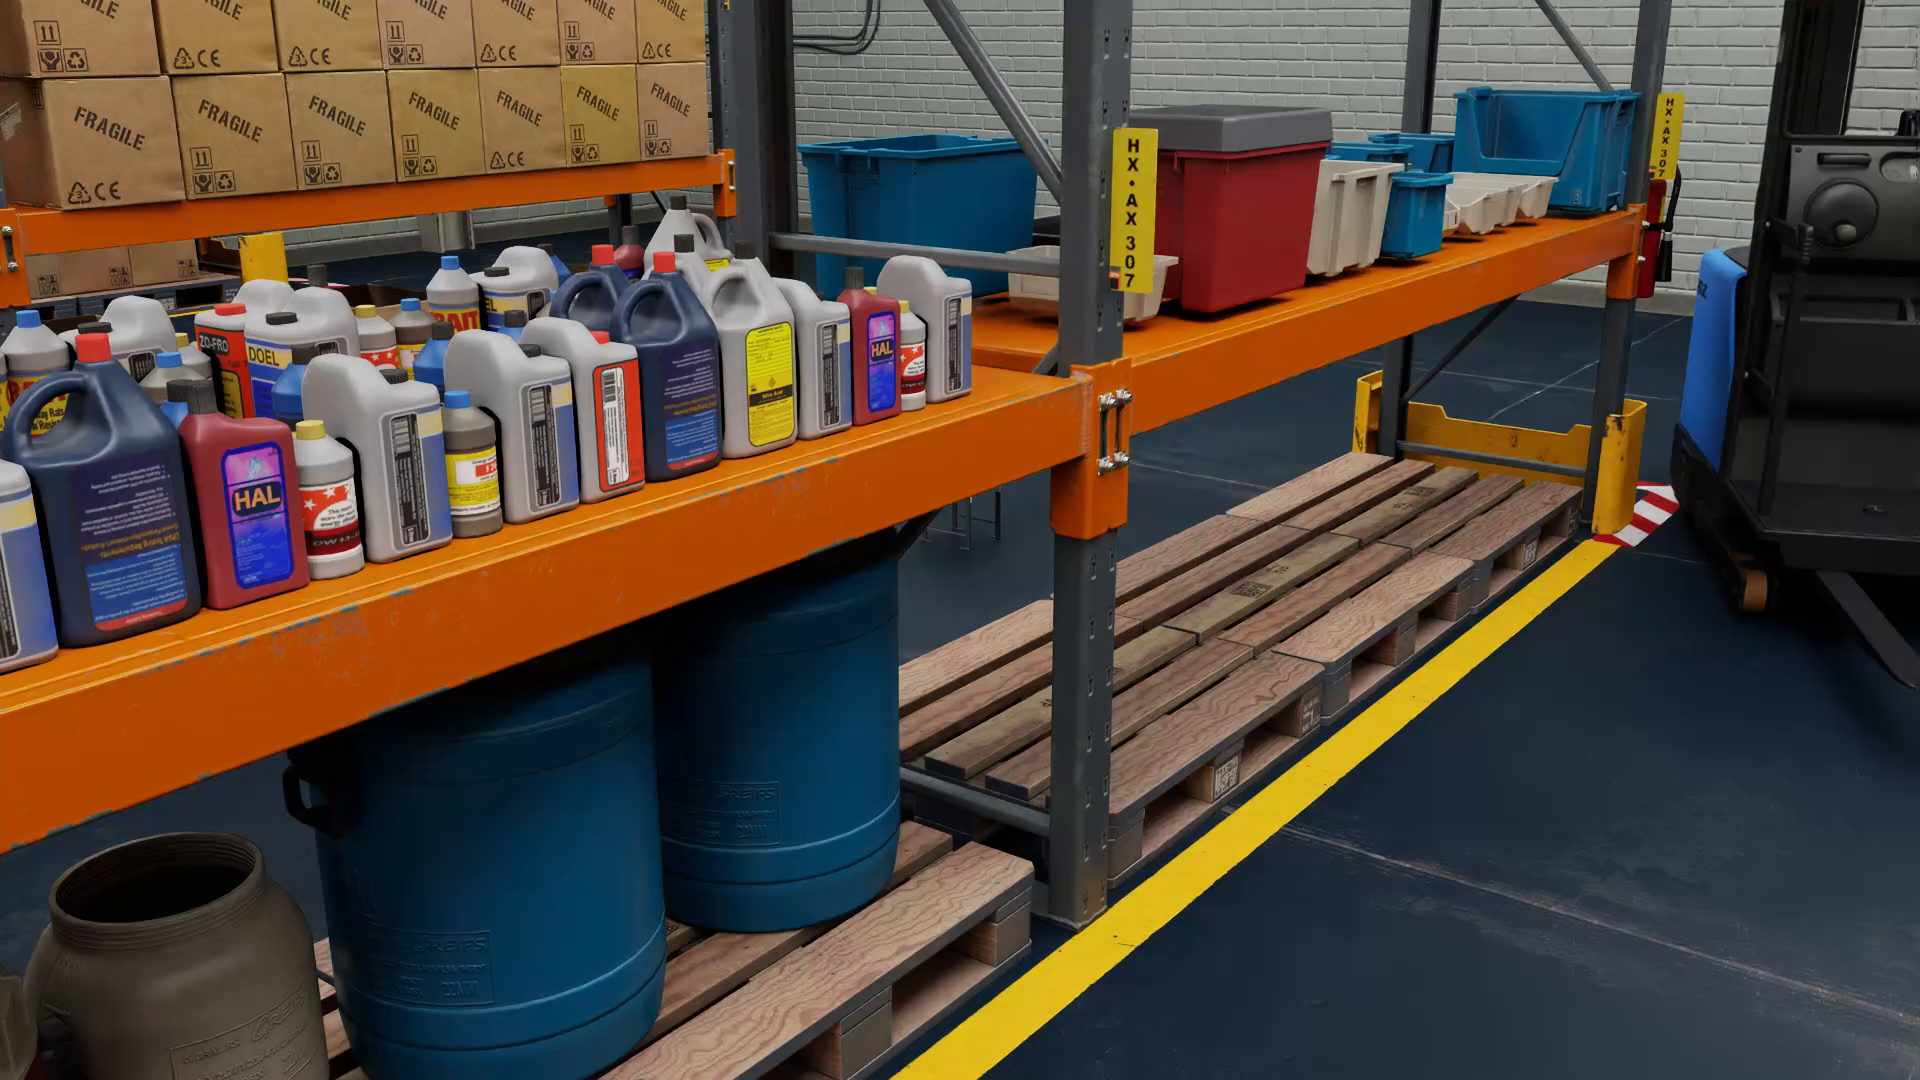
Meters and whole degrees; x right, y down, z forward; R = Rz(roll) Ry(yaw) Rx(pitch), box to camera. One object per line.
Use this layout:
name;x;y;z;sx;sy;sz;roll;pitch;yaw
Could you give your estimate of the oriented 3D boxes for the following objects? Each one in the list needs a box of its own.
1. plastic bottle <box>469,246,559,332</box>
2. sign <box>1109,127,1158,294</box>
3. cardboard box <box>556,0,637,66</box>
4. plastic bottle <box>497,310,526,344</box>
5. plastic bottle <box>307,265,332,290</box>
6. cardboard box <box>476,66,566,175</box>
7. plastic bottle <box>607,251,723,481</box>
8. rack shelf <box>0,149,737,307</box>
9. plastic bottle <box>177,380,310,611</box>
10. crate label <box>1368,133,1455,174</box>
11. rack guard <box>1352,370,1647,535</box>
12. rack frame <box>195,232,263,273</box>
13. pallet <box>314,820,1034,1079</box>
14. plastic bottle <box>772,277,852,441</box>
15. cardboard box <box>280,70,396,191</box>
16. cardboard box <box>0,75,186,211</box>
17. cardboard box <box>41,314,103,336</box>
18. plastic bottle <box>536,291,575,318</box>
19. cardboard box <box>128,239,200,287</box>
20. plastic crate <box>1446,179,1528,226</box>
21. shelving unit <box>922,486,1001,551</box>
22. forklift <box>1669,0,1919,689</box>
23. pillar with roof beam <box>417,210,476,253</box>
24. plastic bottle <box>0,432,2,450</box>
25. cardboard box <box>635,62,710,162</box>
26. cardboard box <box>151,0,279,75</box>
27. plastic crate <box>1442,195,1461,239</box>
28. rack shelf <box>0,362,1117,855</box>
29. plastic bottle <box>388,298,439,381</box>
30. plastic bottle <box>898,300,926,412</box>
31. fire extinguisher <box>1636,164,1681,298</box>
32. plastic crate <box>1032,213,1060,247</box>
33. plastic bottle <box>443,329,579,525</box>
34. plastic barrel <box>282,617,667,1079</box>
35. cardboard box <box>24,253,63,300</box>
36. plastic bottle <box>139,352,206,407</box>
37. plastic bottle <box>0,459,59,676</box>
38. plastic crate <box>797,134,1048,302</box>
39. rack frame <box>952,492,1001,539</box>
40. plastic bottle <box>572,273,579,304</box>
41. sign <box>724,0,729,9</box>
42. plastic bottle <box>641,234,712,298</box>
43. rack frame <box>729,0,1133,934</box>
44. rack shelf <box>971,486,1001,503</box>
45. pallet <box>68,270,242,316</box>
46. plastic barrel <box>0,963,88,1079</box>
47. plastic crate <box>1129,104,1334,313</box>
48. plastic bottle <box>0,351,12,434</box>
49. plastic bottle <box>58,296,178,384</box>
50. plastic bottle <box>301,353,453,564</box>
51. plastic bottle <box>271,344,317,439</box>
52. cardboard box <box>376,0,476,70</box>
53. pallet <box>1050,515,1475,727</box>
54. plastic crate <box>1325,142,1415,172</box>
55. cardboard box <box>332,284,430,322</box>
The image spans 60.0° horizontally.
plastic bottle;-0.891;-0.440;3.312;0.152;0.276;0.135;12;21;35
sign;0.349;-0.664;3.357;0.100;0.325;0.005;12;21;35
cardboard box;-2.028;-2.708;8.553;0.500;0.500;0.500;13;22;36
plastic bottle;-0.696;-0.227;2.635;0.097;0.271;0.097;0;17;0
plastic bottle;-1.181;-0.350;3.010;0.061;0.283;0.133;12;21;35
cardboard box;-2.340;-2.109;8.309;0.500;0.500;0.500;13;21;35
plastic bottle;-0.486;-0.285;2.687;0.144;0.351;0.185;12;21;35
rack shelf;-2.875;-1.638;8.175;1.077;0.370;4.000;12;21;35
plastic bottle;-0.904;-0.065;2.092;0.061;0.283;0.133;12;21;35
crate label;1.881;-1.530;6.795;0.416;0.233;0.303;12;21;35
rack guard;2.296;-0.396;7.177;1.175;0.500;0.348;12;21;35
rack frame;-5.664;-3.333;12.418;1.000;3.000;0.127;12;21;35
pallet;-0.584;0.879;3.558;1.003;0.211;1.213;12;21;35
plastic bottle;-0.284;-0.332;2.965;0.152;0.276;0.135;12;21;35
cardboard box;-2.942;-1.868;7.532;0.500;0.500;0.500;12;21;34
cardboard box;-3.545;-1.627;6.755;0.500;0.500;0.500;13;22;36
cardboard box;-3.955;-0.708;7.438;0.500;0.500;0.500;12;21;35
plastic bottle;-0.780;-0.387;3.267;0.097;0.201;0.097;0;17;0
cardboard box;-6.001;-2.155;12.133;0.700;0.500;0.500;12;21;35
plastic crate;1.767;-1.192;5.868;0.396;0.136;0.243;12;21;35
shelving unit;0.005;-0.432;6.617;0.258;0.900;0.210;12;21;35
forklift;3.356;-1.188;5.627;1.130;2.935;3.031;4;18;13
pillar with roof beam;-1.293;-6.233;11.642;9.100;9.000;0.400;12;21;35
plastic bottle;-1.235;-0.062;1.967;0.144;0.351;0.185;12;21;35
cardboard box;-1.732;-2.351;9.089;0.500;0.500;0.500;13;22;36
cardboard box;-3.253;-2.216;6.968;0.500;0.500;0.500;12;21;33
plastic crate;1.460;-1.048;5.403;0.298;0.136;0.250;12;21;35
rack shelf;-1.283;0.190;2.286;1.077;0.370;4.000;12;21;35
plastic bottle;-1.040;-0.359;3.175;0.097;0.201;0.097;0;17;0
plastic bottle;-0.114;-0.351;3.151;0.097;0.201;0.097;0;17;0
fire extinguisher;2.747;-1.323;6.705;0.296;0.674;0.183;12;21;35
plastic crate;0.360;-0.841;4.756;0.437;0.125;0.590;12;21;35
plastic bottle;-0.665;-0.180;2.475;0.152;0.276;0.135;12;21;35
plastic barrel;-0.851;0.467;3.011;0.600;0.901;0.708;12;21;35
cardboard box;-6.598;-1.916;11.363;0.700;0.500;0.500;12;21;33
plastic bottle;-1.252;-0.198;2.659;0.097;0.201;0.097;0;17;0
plastic bottle;-1.131;0.006;1.875;0.152;0.276;0.135;12;21;35
plastic crate;-0.087;-0.822;4.258;0.392;0.384;0.575;12;21;35
rack frame;0.065;-0.456;6.695;0.240;0.900;0.006;12;21;35
plastic bottle;-0.786;-0.460;3.503;0.097;0.201;0.097;0;17;0
sign;-1.250;-3.059;9.052;0.100;0.325;0.005;12;21;35
plastic bottle;-0.492;-0.355;2.911;0.144;0.351;0.185;12;21;35
rack frame;-0.091;-0.629;3.713;1.000;3.000;0.127;12;21;35
rack shelf;0.005;-0.228;6.680;0.258;0.077;0.200;12;21;35
pallet;-6.078;-1.797;12.174;1.003;0.211;1.213;12;21;35
plastic barrel;-1.524;0.886;2.191;0.600;0.588;0.708;12;21;35
plastic crate;0.642;-0.857;4.236;0.402;0.464;0.583;12;21;35
plastic bottle;-1.512;-0.203;2.558;0.097;0.271;0.097;0;17;0
plastic bottle;-1.363;-0.251;2.705;0.152;0.276;0.135;12;21;35
plastic bottle;-0.803;-0.125;2.297;0.152;0.276;0.135;12;21;35
plastic bottle;-0.914;-0.140;2.354;0.097;0.271;0.097;0;17;0
cardboard box;-2.640;-2.462;7.759;0.500;0.500;0.500;13;22;36
pallet;1.042;0.228;5.652;1.003;0.211;1.213;12;21;35
plastic crate;1.488;-1.373;6.290;0.416;0.233;0.300;12;21;35
cardboard box;-2.952;-0.972;8.283;0.797;0.503;0.637;12;21;35
